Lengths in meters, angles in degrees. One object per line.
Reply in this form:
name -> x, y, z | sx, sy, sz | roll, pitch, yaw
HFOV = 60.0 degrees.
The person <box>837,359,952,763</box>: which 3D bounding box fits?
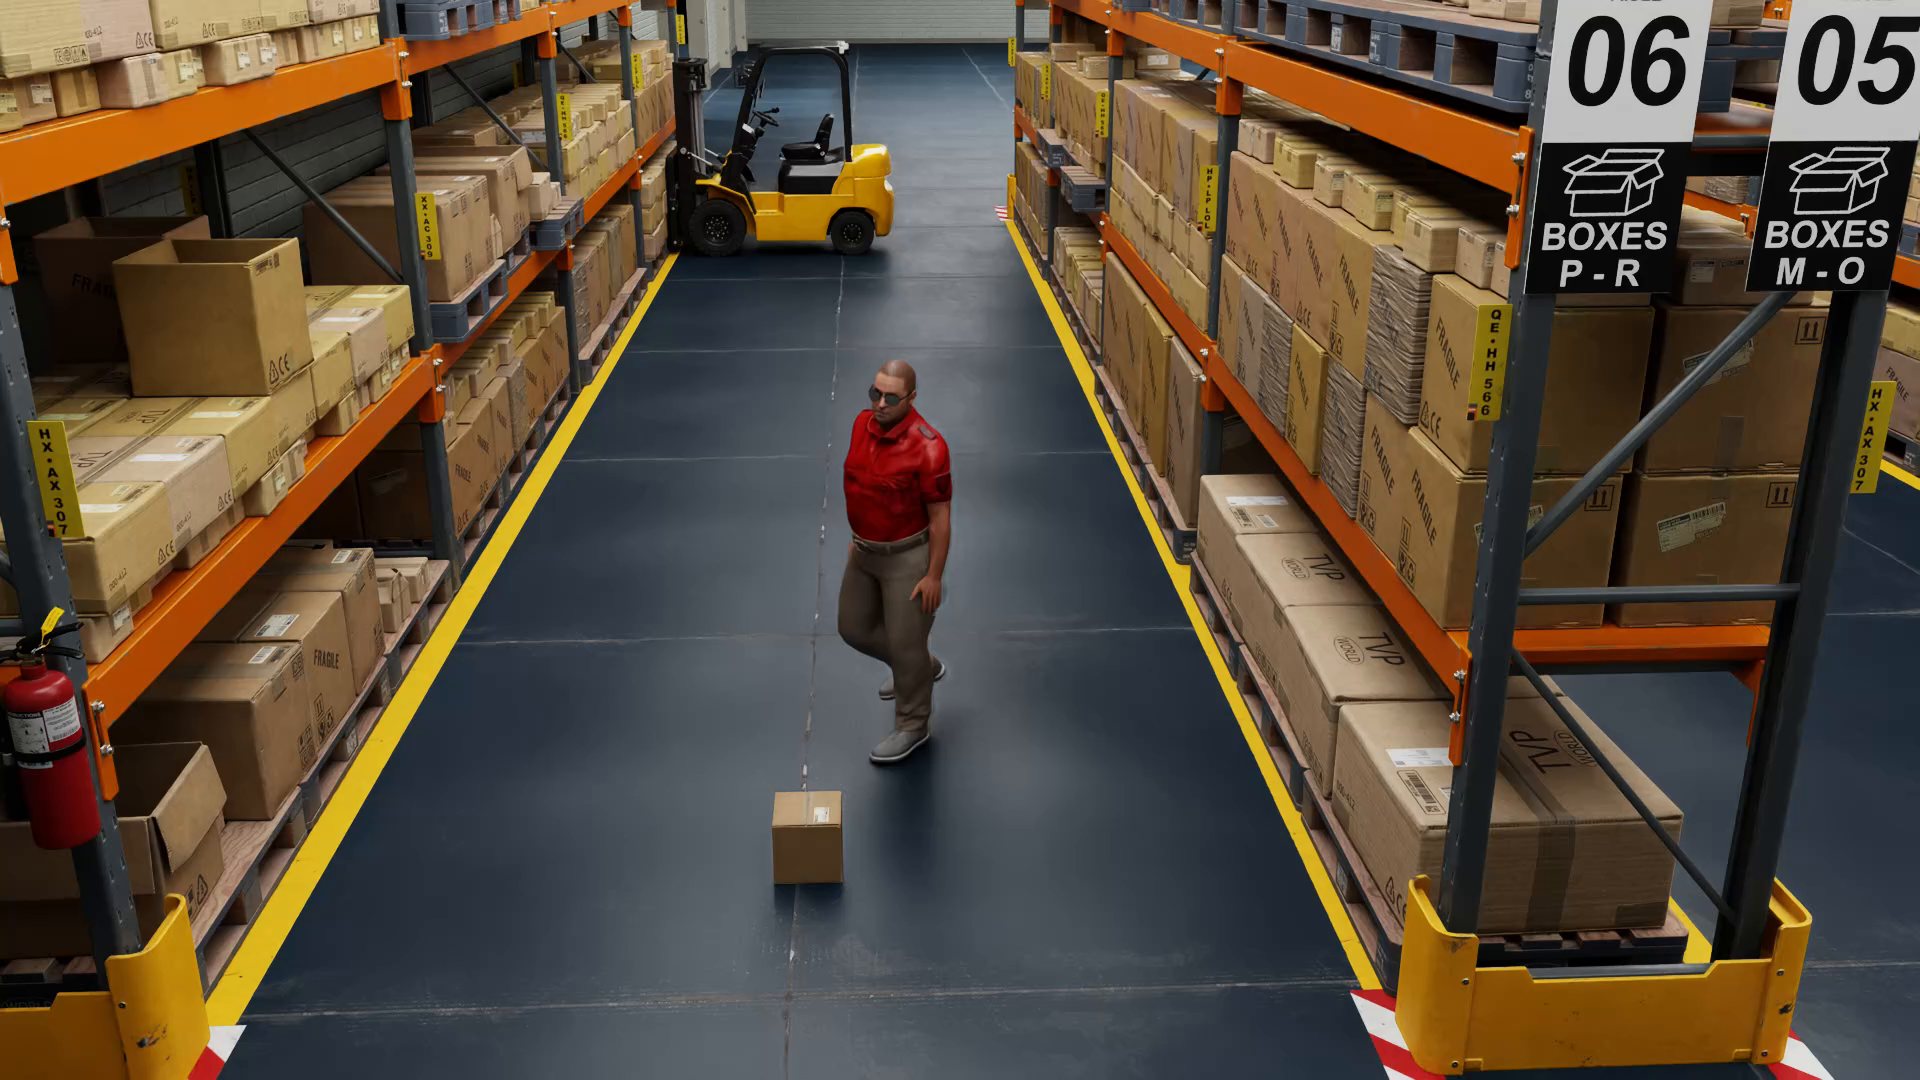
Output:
person -> -0.210, 0.053, 6.939 | 0.567, 1.723, 0.606 | -18, 27, -40
